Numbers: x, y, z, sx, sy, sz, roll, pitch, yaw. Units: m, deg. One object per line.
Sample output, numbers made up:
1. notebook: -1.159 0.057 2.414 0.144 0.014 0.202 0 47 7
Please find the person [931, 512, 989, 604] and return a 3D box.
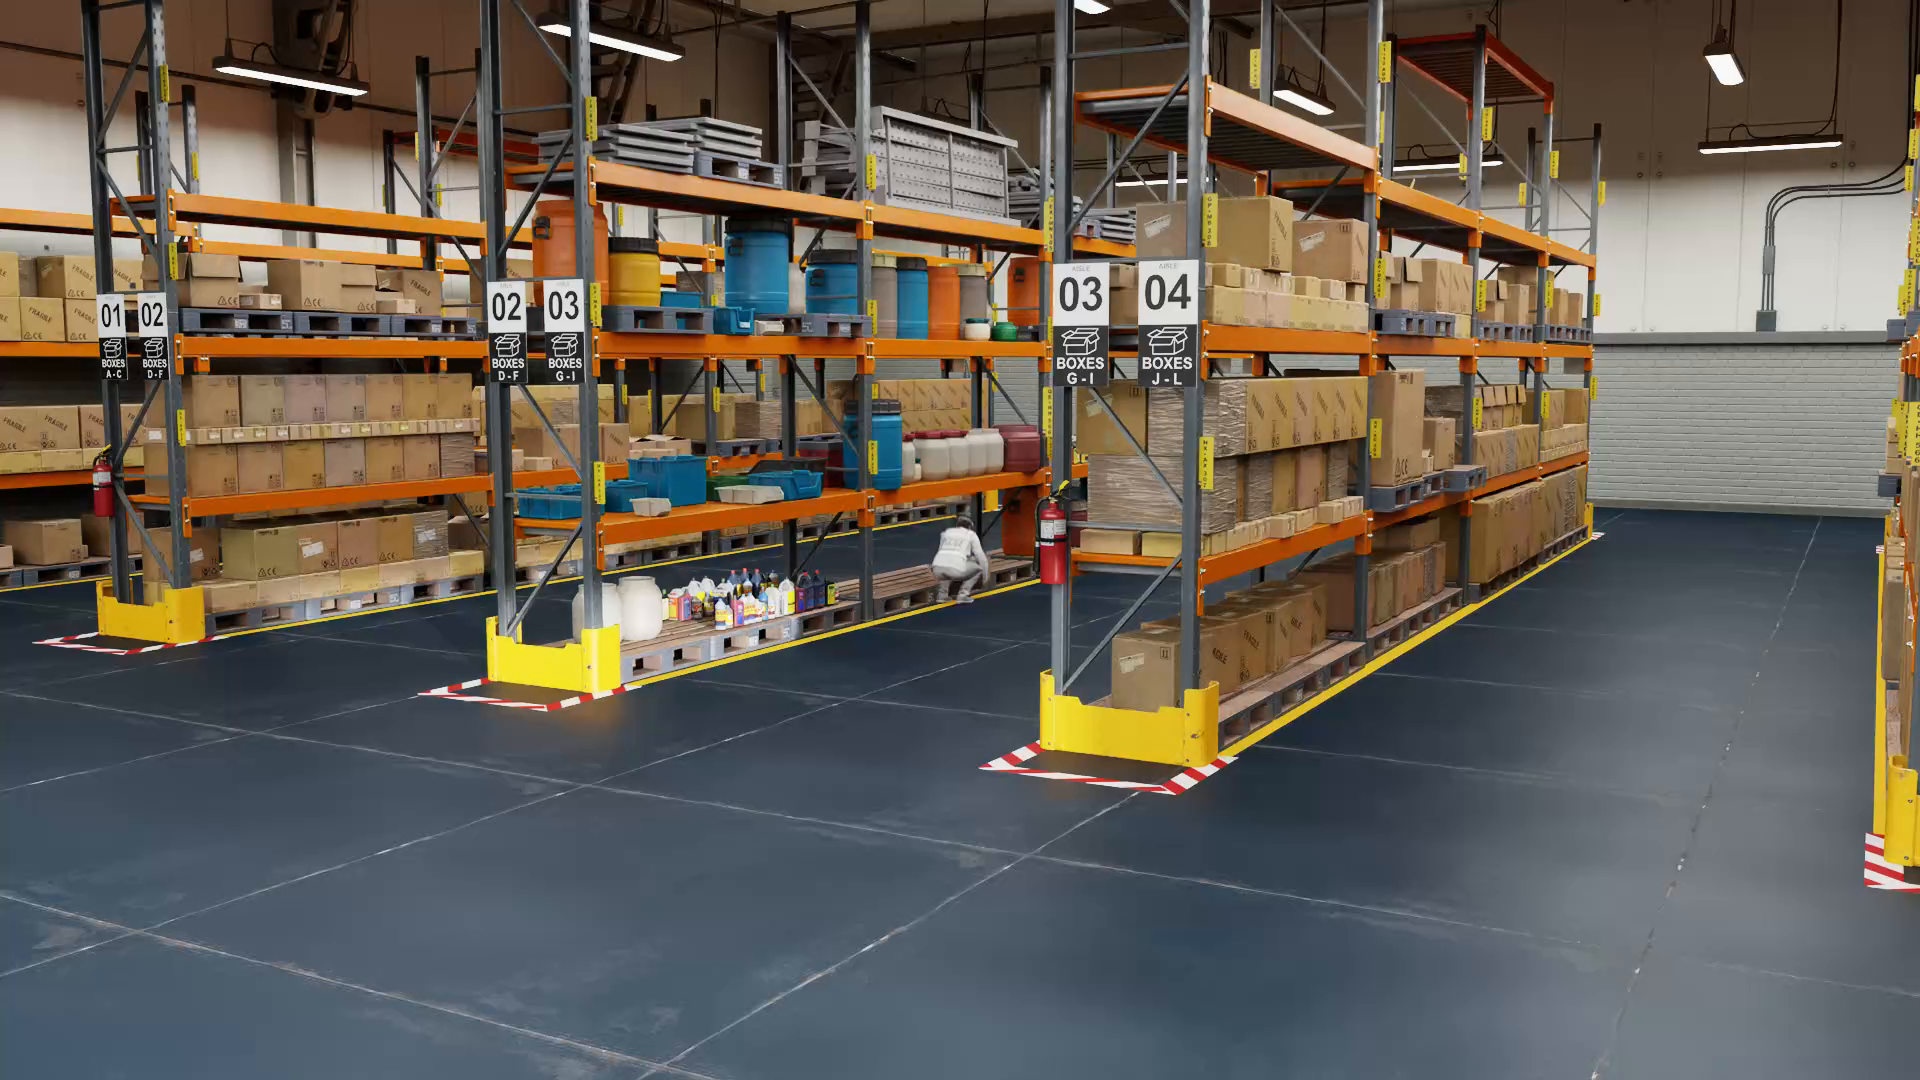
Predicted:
1. person: 0.000 0.195 17.916 0.501 0.963 0.823 3 7 29
